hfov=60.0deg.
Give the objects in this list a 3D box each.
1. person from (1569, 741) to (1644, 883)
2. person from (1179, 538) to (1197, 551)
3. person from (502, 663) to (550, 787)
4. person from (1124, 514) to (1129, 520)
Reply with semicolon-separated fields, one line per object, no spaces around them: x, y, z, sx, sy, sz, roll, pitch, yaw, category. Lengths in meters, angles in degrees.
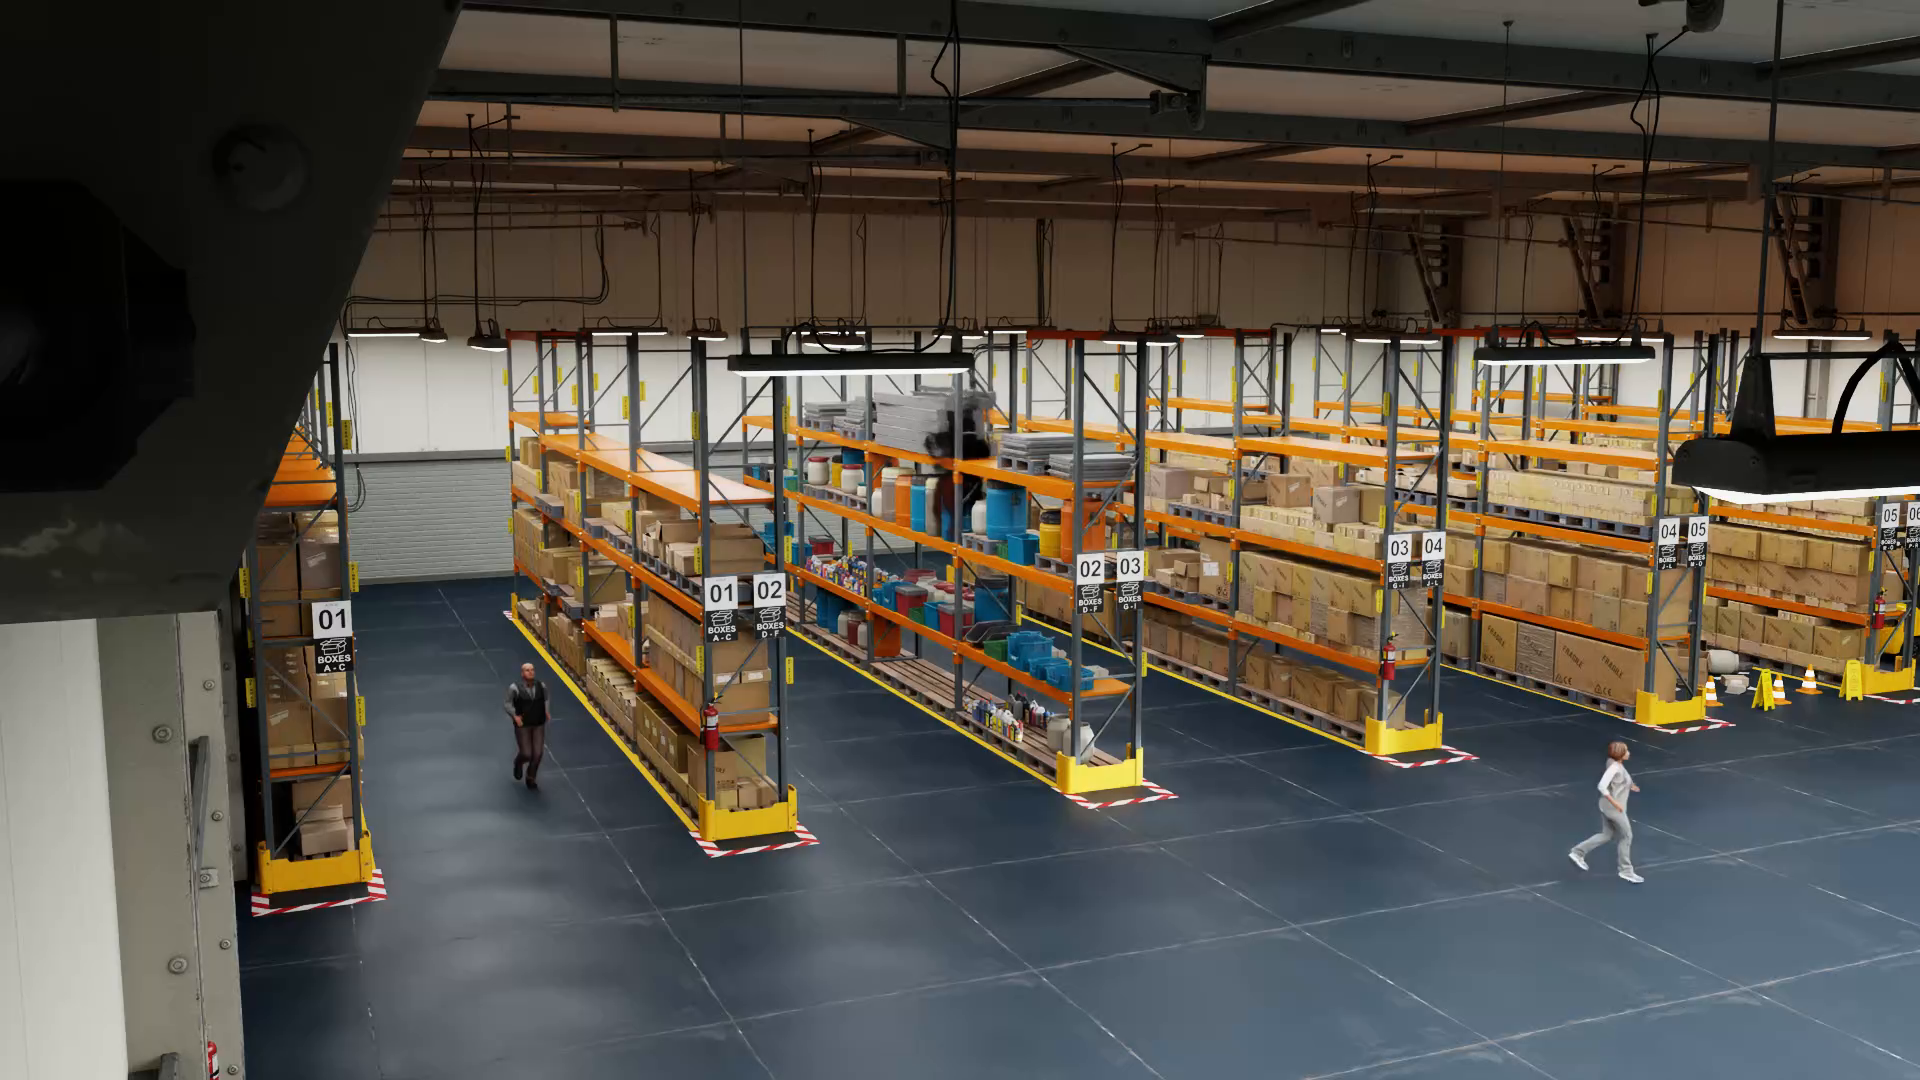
7.263;3.070;18.620;0.815;1.512;0.526;1;8;9;person
5.752;-0.268;42.243;0.810;1.765;0.716;-3;8;-23;person
-5.765;2.478;22.284;0.643;1.674;0.577;-5;9;-34;person
3.750;0.235;38.687;0.748;1.731;0.788;-1;8;-10;person
